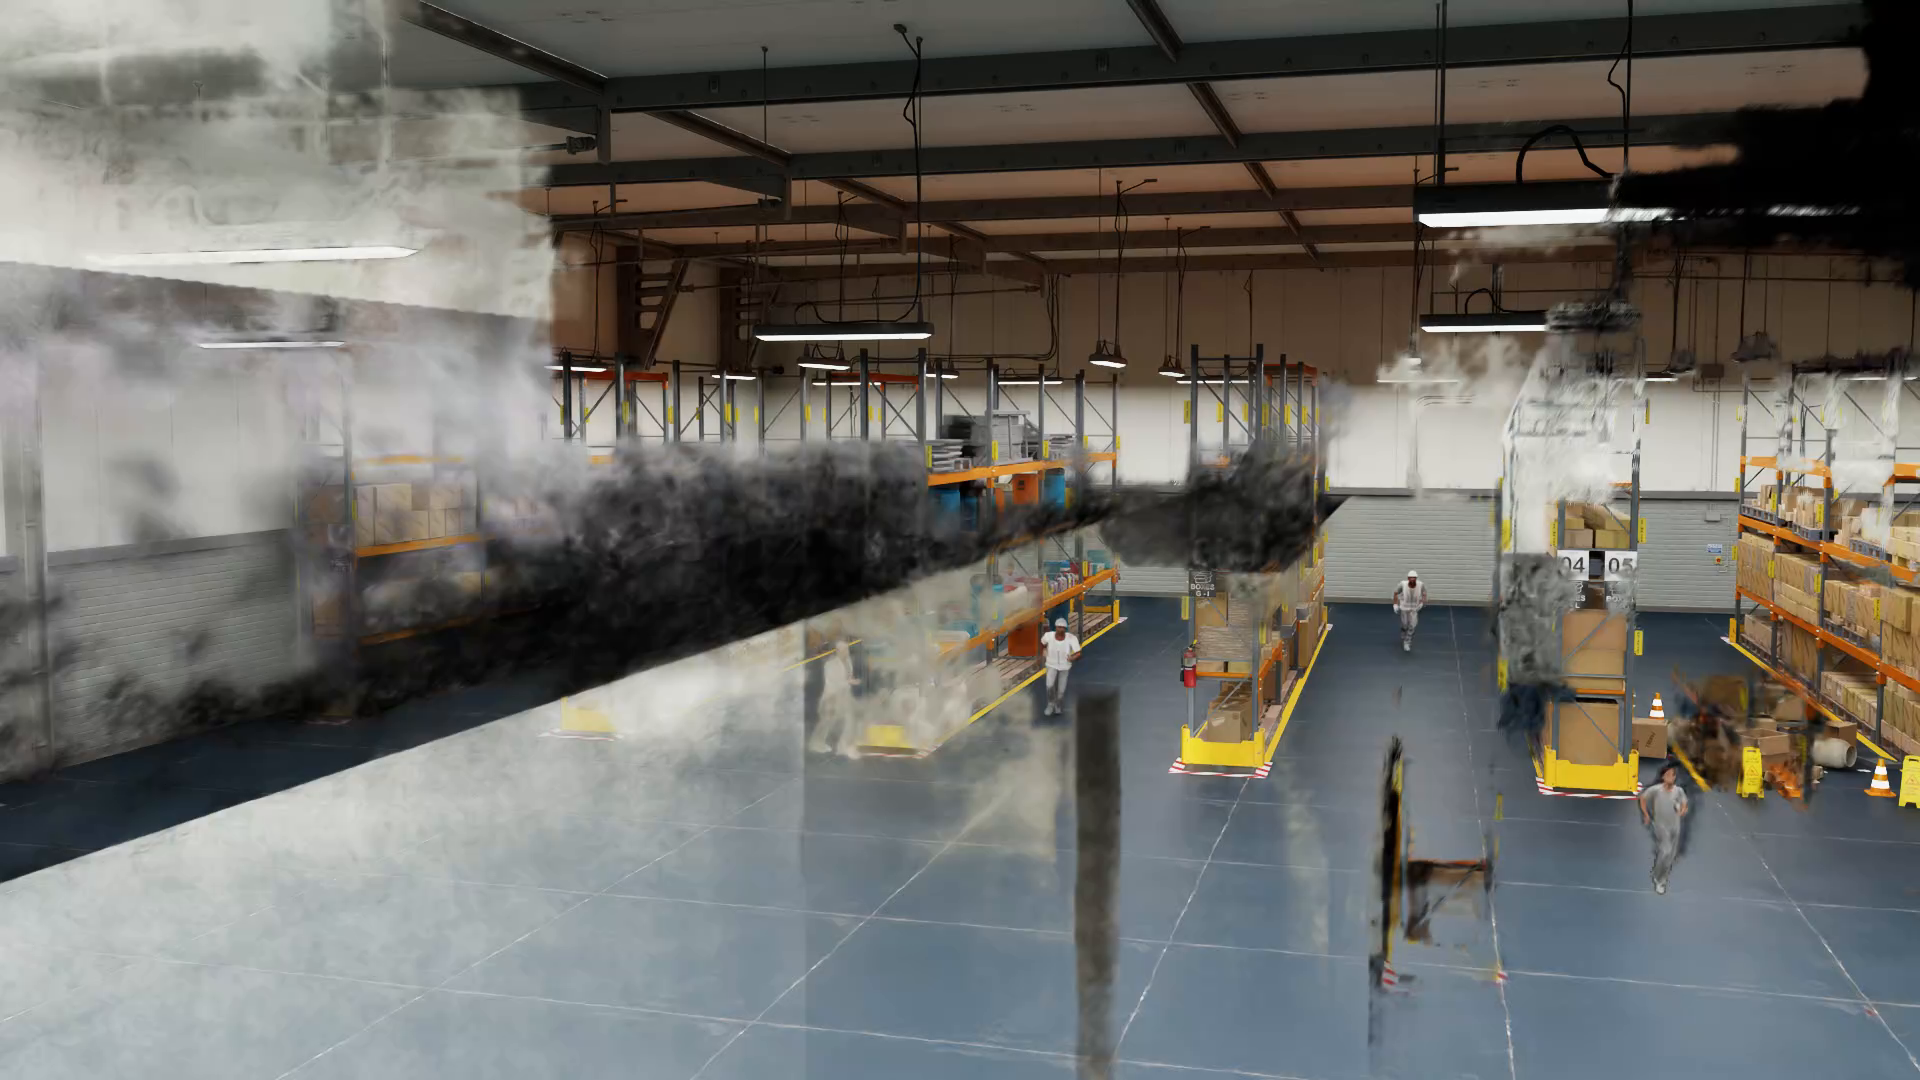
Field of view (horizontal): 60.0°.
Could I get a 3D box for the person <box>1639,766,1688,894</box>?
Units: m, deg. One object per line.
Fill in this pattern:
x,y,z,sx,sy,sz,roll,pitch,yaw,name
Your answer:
-6.677,1.846,31.114,0.550,1.667,0.699,0,4,0,person
